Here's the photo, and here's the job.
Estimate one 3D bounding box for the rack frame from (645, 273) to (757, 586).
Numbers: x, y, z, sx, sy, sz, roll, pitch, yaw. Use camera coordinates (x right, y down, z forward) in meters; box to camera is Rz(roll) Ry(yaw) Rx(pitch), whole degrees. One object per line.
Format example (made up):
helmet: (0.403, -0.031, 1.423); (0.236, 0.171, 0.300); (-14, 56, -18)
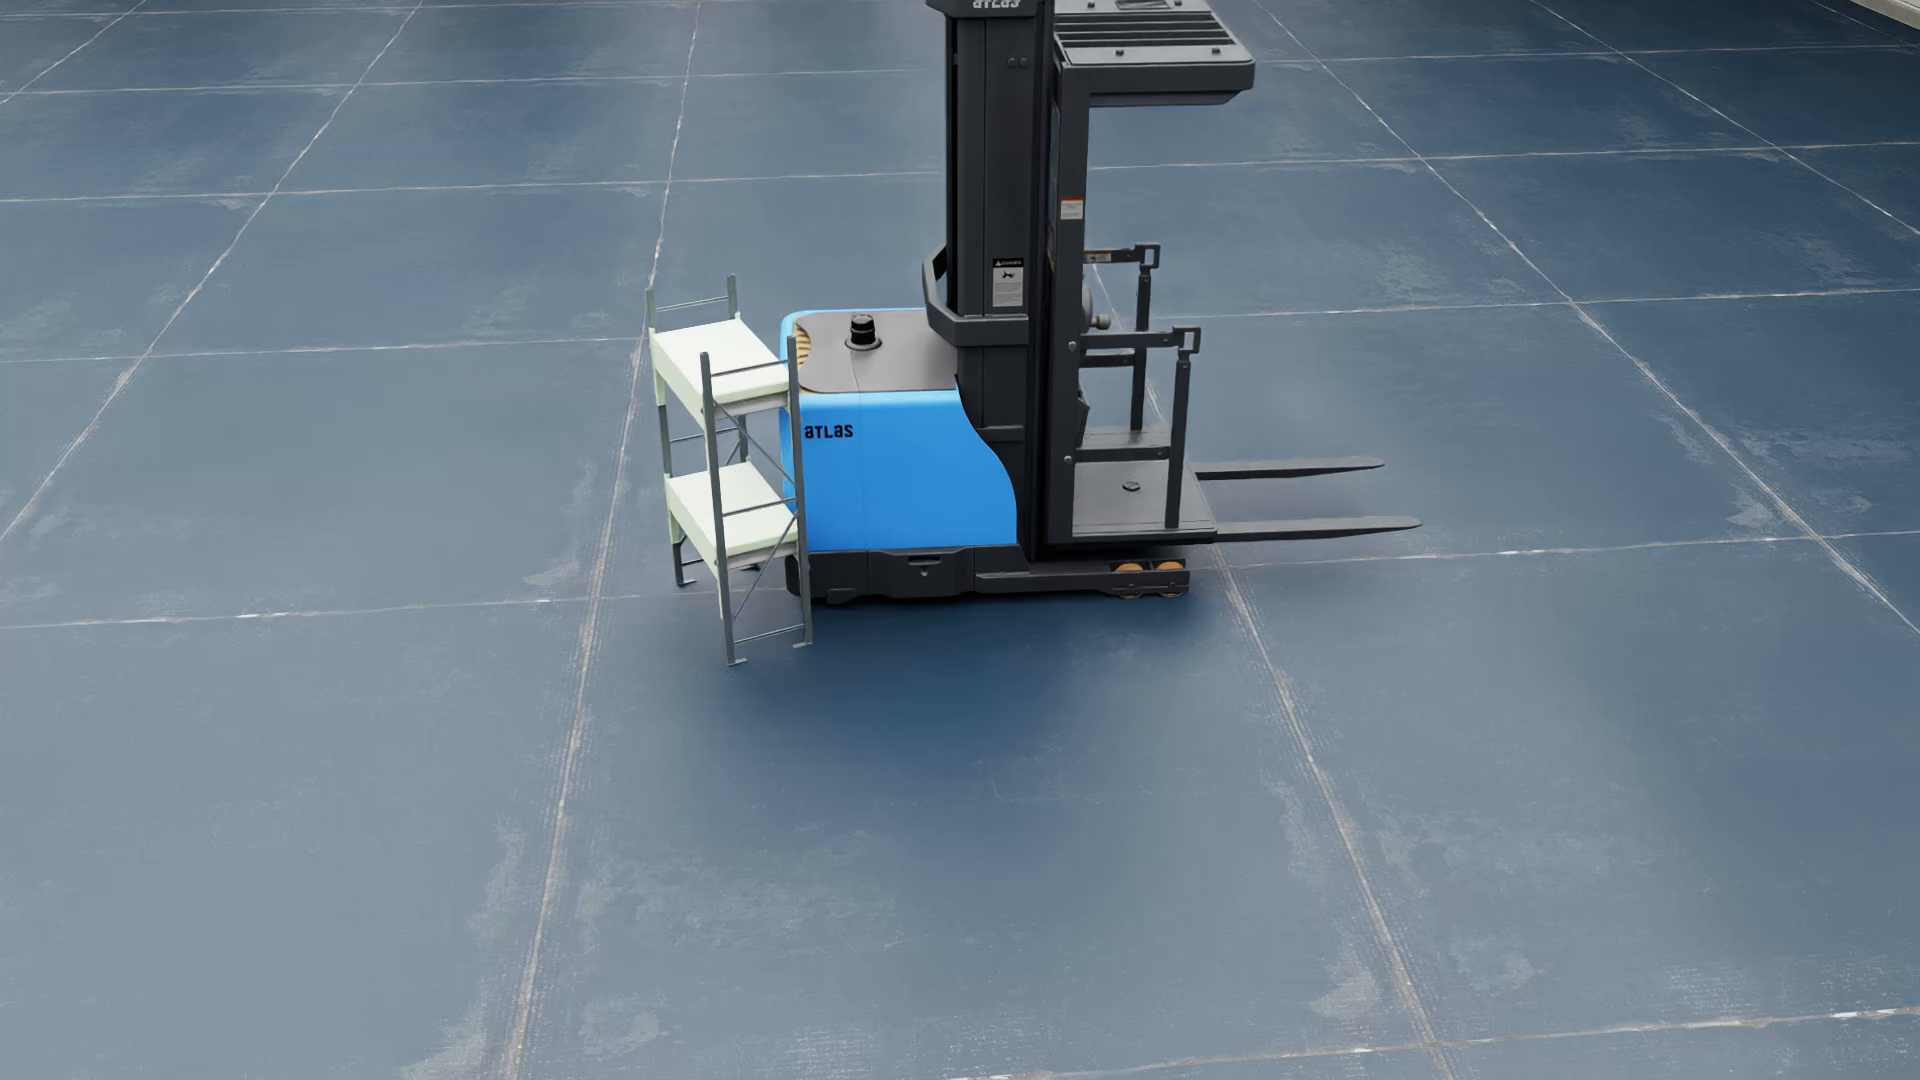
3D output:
rack frame: (-1.166, -0.474, 7.580); (0.400, 1.500, 0.023); (-14, 34, -22)

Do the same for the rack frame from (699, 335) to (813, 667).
rack frame: (-0.846, -0.136, 7.016); (0.400, 1.500, 0.023); (-14, 34, -22)

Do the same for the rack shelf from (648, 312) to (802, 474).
rack shelf: (-1.006, -0.640, 7.098); (0.431, 0.370, 0.720); (-14, 34, -22)

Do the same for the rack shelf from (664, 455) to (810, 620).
rack shelf: (-1.006, -0.025, 7.465); (0.431, 0.370, 0.720); (-14, 34, -22)

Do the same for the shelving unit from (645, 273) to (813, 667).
shelving unit: (-1.006, -0.305, 7.298); (0.431, 1.500, 0.755); (-14, 34, -22)

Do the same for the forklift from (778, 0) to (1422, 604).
forklift: (0.672, -1.252, 7.487); (3.031, 2.935, 1.130); (-2, 31, -4)
